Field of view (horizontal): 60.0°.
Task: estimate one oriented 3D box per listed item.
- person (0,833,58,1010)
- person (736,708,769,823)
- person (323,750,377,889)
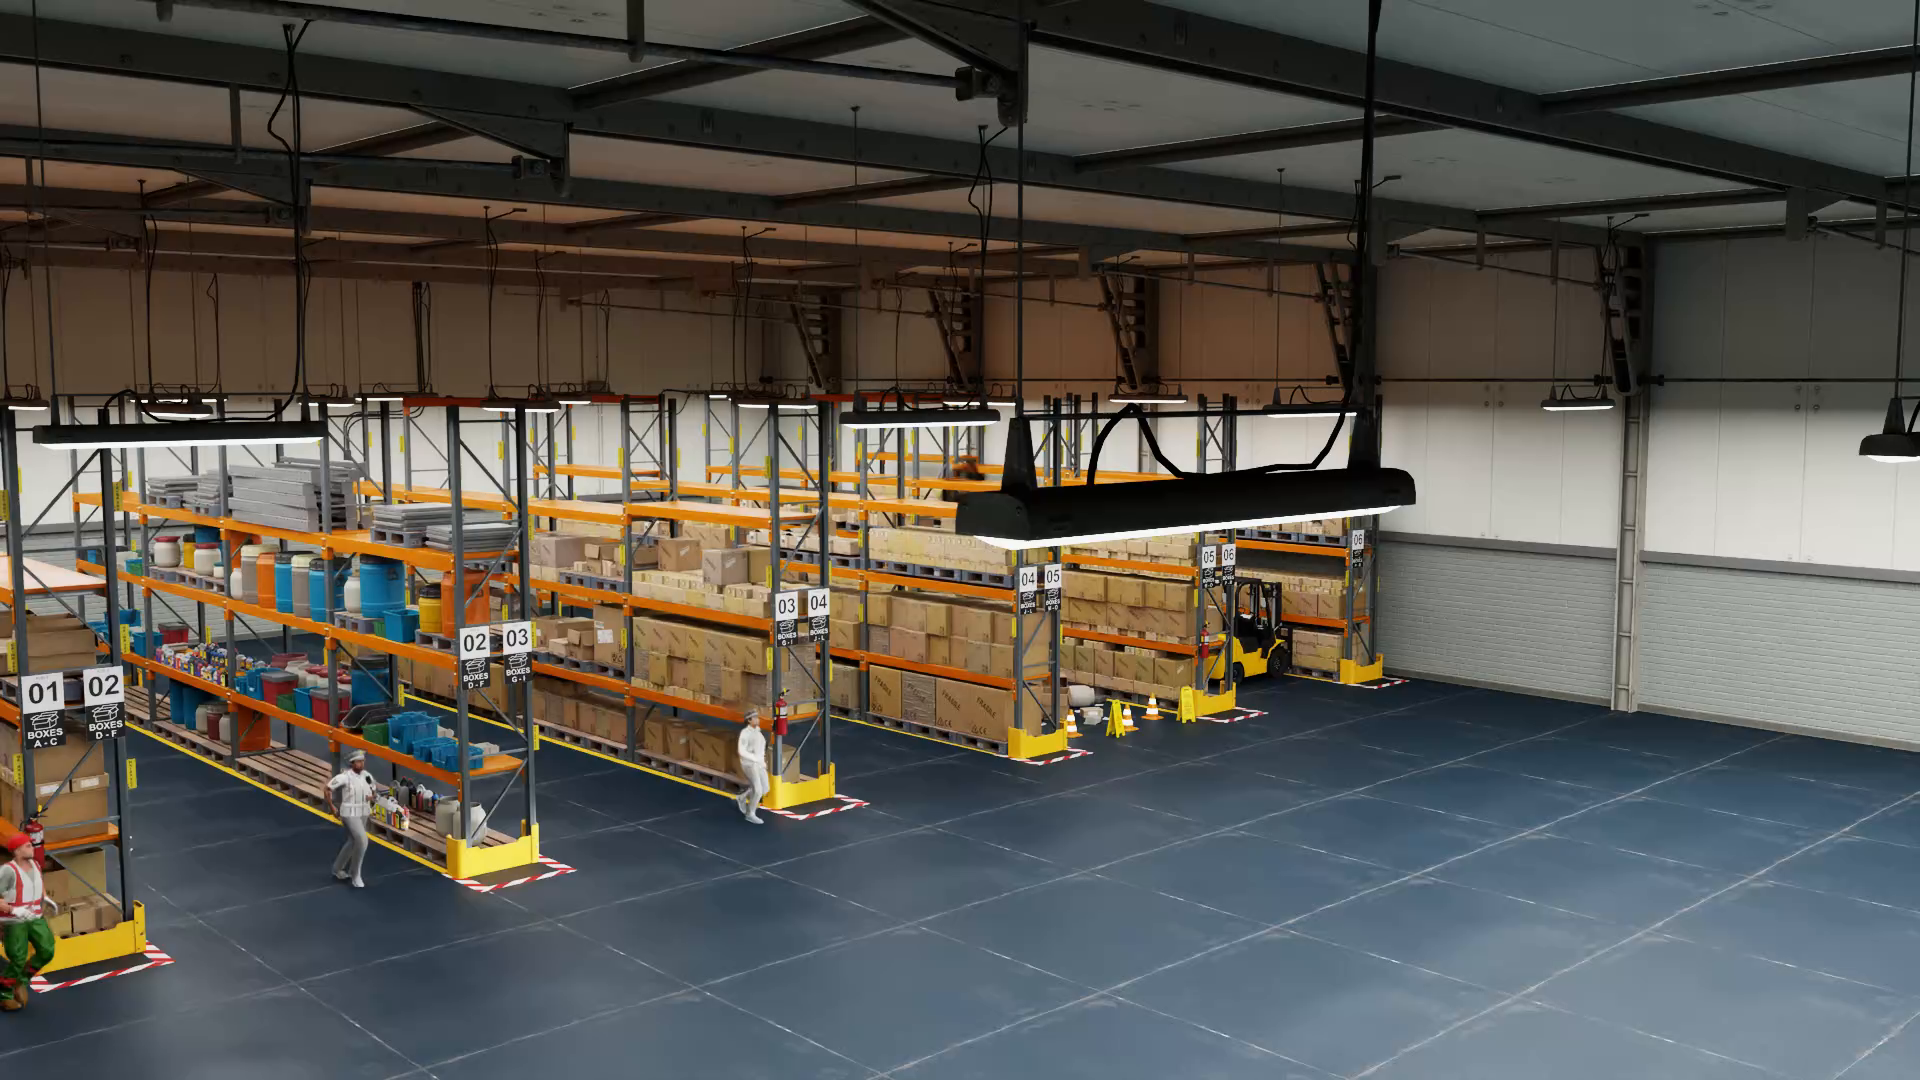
[{"bbox_3d":[-9.420,3.835,16.812,0.541,1.736,0.737,2,6,16],"label":"person"},{"bbox_3d":[-2.967,3.220,23.816,0.583,1.674,0.676,2,6,19],"label":"person"},{"bbox_3d":[-7.615,3.484,20.905,0.711,1.716,0.561,3,6,27],"label":"person"}]
